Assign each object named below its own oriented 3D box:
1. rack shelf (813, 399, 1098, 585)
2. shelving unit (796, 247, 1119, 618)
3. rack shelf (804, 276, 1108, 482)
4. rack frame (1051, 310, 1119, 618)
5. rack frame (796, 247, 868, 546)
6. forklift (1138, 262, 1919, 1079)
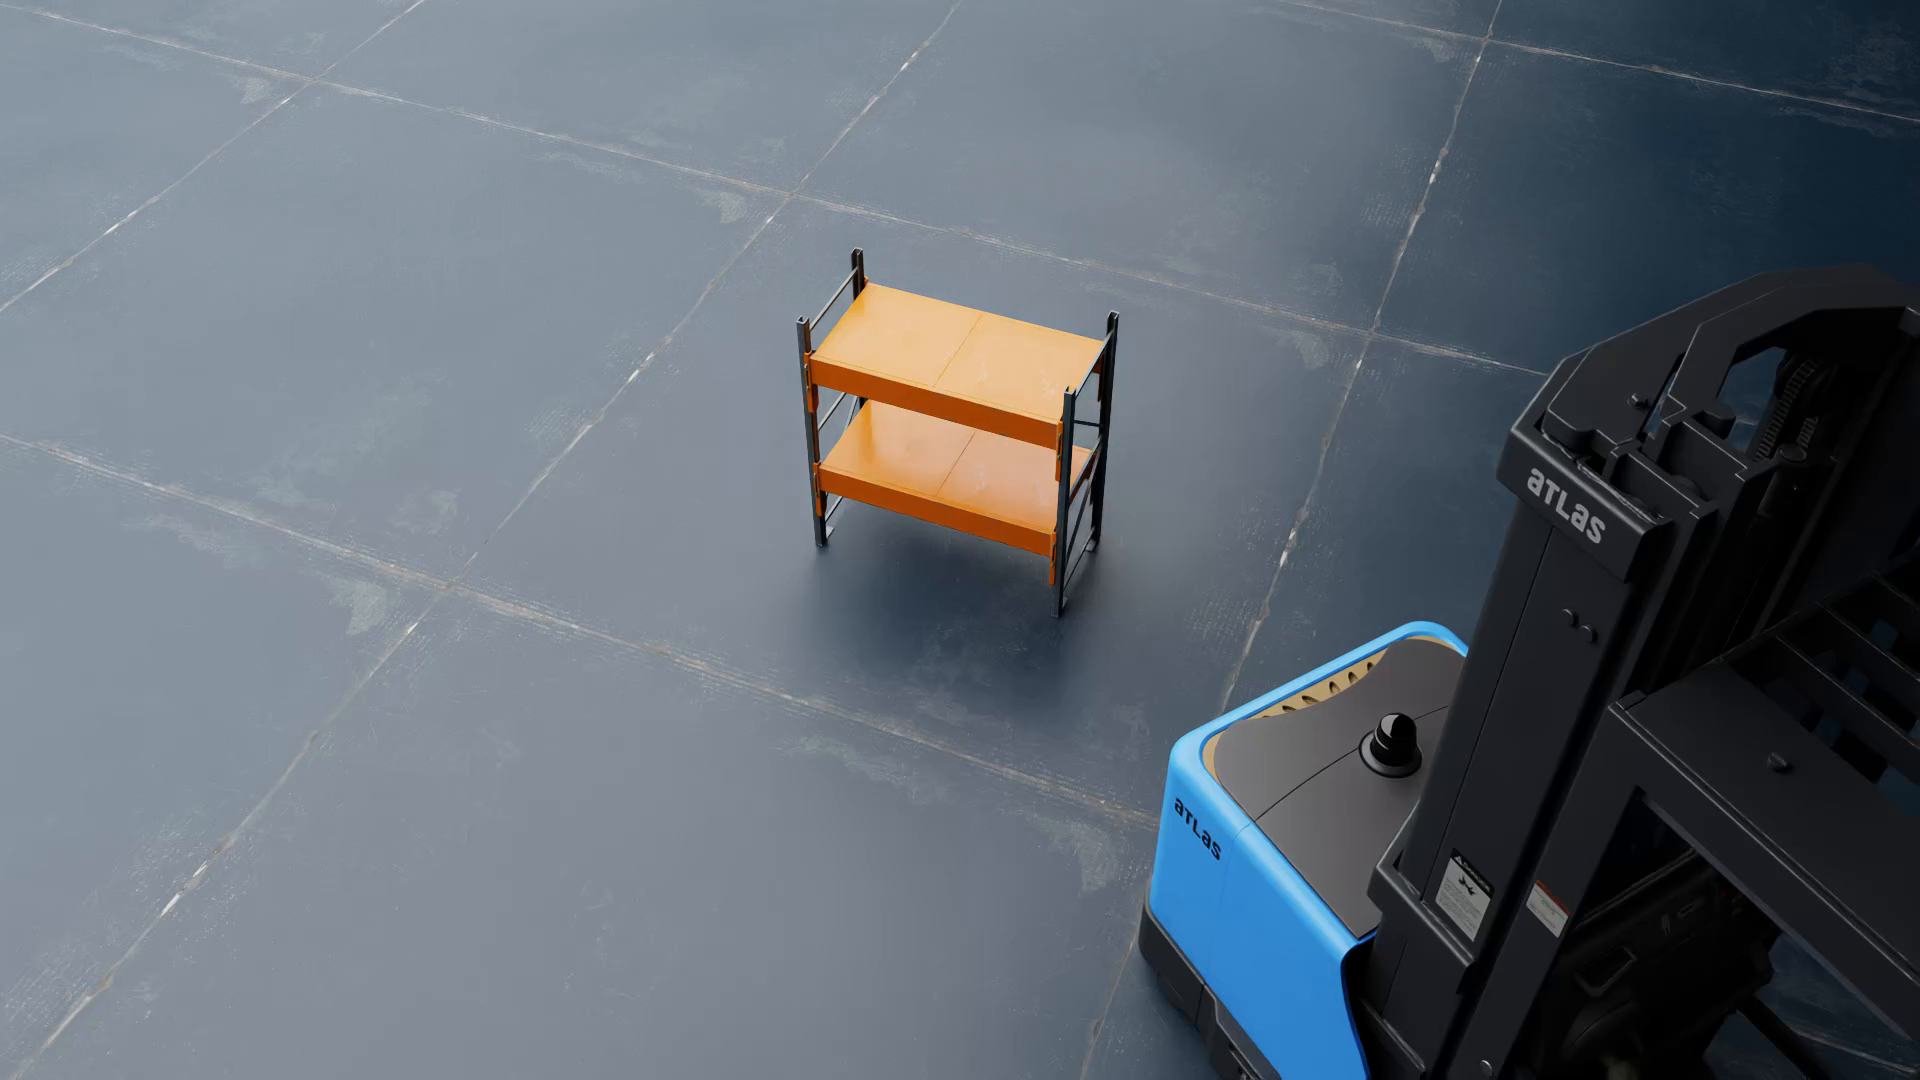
[{"bbox_3d":[-0.006,-0.227,6.528,1.000,0.278,0.538,16,47,16],"label":"rack shelf"},{"bbox_3d":[-0.006,-0.401,6.355,1.048,1.125,0.538,16,47,16],"label":"shelving unit"},{"bbox_3d":[-0.006,-0.608,6.149,1.000,0.278,0.538,16,47,16],"label":"rack shelf"},{"bbox_3d":[0.463,-0.263,6.216,0.032,1.125,0.500,16,47,16],"label":"rack frame"},{"bbox_3d":[-0.475,-0.539,6.494,0.032,1.125,0.500,16,47,16],"label":"rack frame"},{"bbox_3d":[1.761,1.010,3.657,1.130,2.935,3.031,-23,49,-21],"label":"forklift"}]
